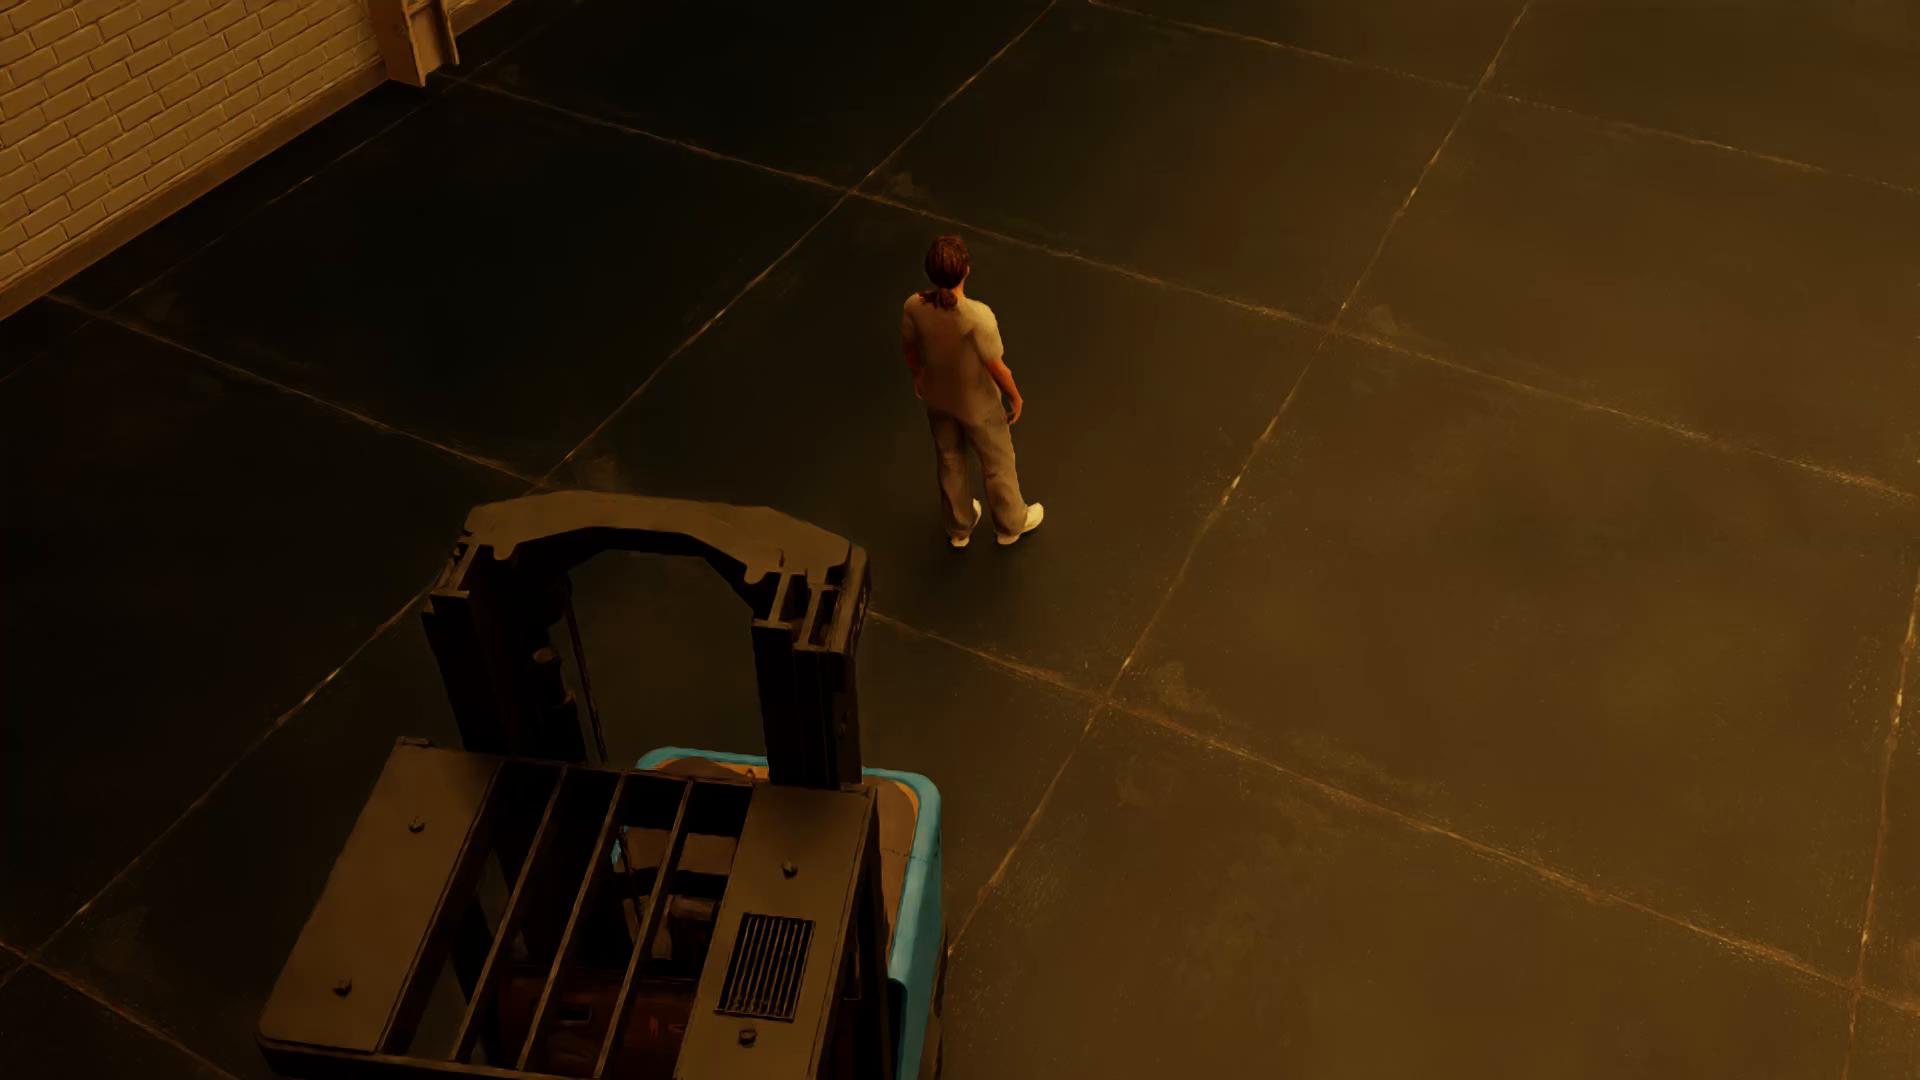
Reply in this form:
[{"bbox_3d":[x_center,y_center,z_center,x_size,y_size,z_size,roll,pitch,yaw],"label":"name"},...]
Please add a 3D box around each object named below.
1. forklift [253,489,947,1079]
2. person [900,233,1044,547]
[{"bbox_3d":[-0.756,1.438,4.128,1.130,2.935,3.031,5,44,6],"label":"forklift"},{"bbox_3d":[0.046,-0.656,7.255,0.550,1.674,0.548,20,47,20],"label":"person"}]
